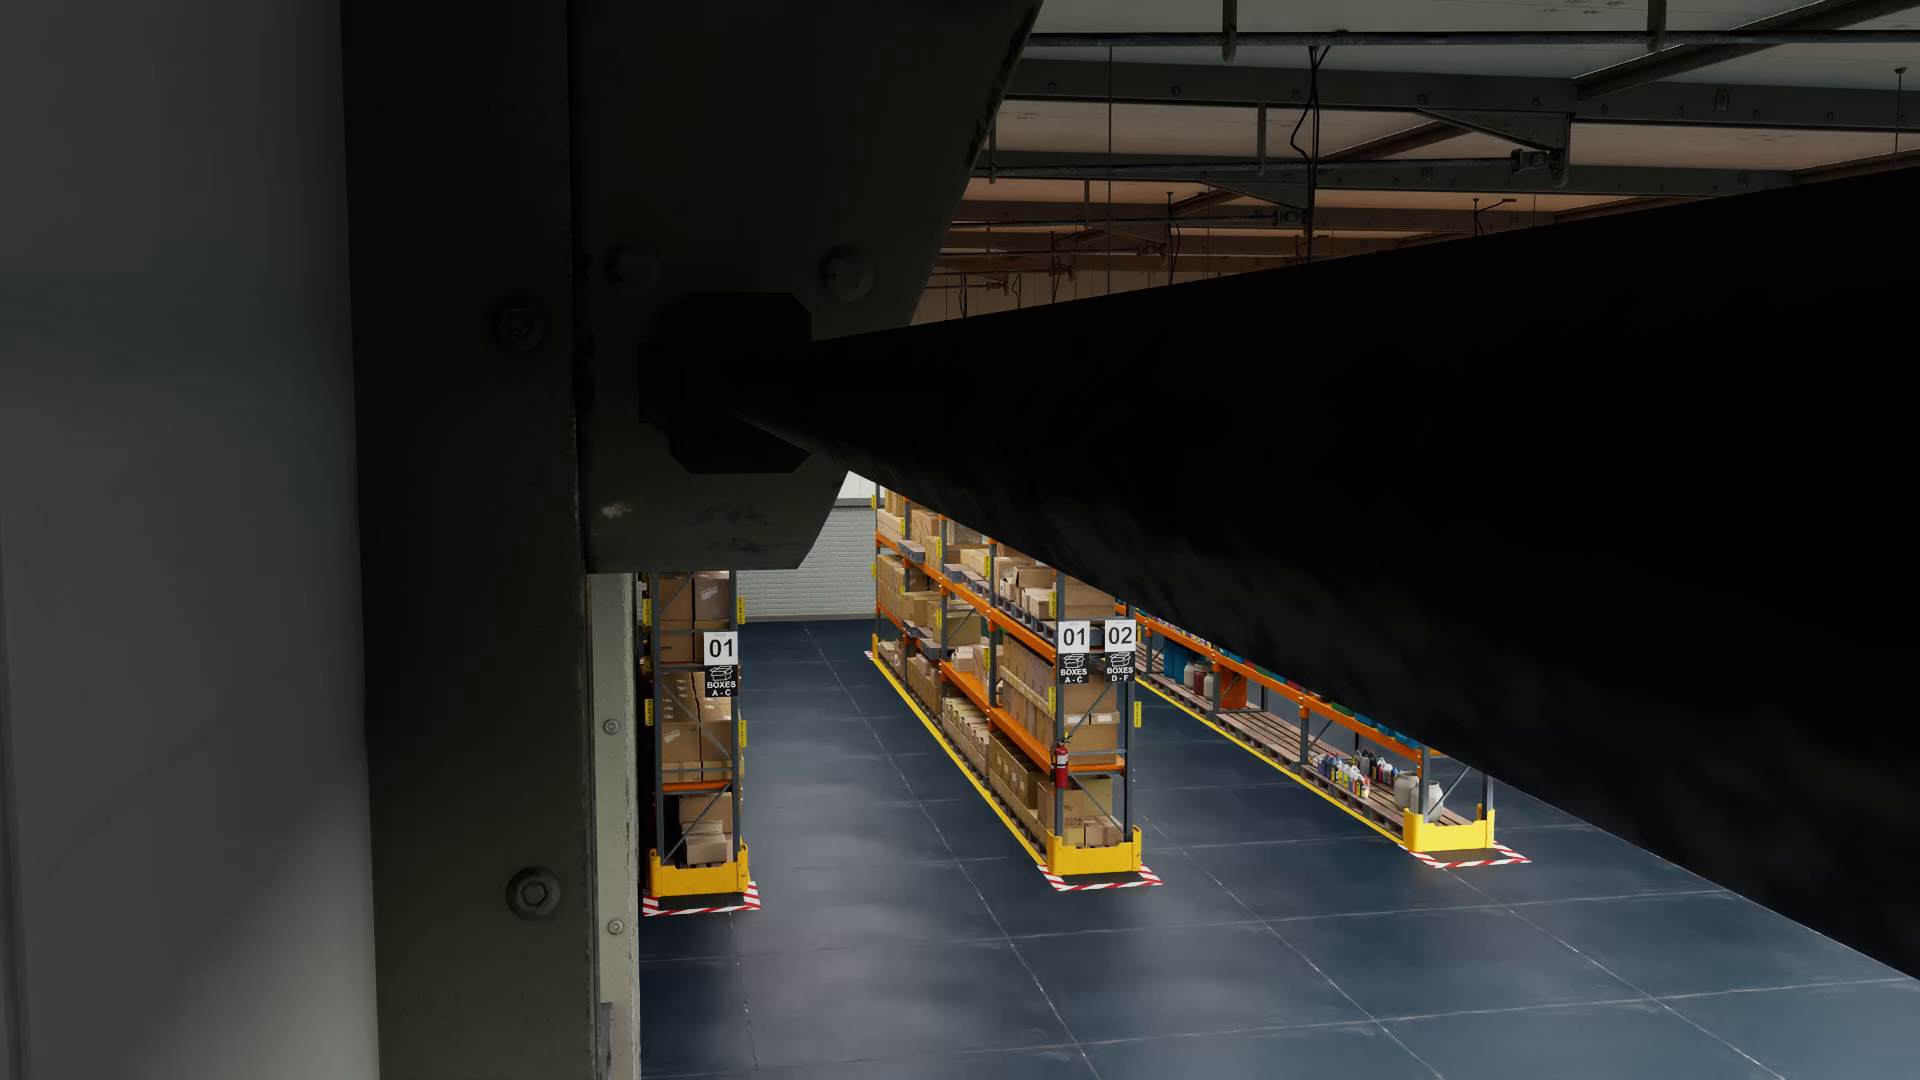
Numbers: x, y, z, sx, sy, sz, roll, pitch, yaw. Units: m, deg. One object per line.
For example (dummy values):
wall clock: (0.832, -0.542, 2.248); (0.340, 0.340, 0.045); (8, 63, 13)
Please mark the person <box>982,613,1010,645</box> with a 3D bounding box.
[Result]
person: (0.793, 1.800, 35.745); (0.666, 1.725, 0.576); (-1, 6, -10)
